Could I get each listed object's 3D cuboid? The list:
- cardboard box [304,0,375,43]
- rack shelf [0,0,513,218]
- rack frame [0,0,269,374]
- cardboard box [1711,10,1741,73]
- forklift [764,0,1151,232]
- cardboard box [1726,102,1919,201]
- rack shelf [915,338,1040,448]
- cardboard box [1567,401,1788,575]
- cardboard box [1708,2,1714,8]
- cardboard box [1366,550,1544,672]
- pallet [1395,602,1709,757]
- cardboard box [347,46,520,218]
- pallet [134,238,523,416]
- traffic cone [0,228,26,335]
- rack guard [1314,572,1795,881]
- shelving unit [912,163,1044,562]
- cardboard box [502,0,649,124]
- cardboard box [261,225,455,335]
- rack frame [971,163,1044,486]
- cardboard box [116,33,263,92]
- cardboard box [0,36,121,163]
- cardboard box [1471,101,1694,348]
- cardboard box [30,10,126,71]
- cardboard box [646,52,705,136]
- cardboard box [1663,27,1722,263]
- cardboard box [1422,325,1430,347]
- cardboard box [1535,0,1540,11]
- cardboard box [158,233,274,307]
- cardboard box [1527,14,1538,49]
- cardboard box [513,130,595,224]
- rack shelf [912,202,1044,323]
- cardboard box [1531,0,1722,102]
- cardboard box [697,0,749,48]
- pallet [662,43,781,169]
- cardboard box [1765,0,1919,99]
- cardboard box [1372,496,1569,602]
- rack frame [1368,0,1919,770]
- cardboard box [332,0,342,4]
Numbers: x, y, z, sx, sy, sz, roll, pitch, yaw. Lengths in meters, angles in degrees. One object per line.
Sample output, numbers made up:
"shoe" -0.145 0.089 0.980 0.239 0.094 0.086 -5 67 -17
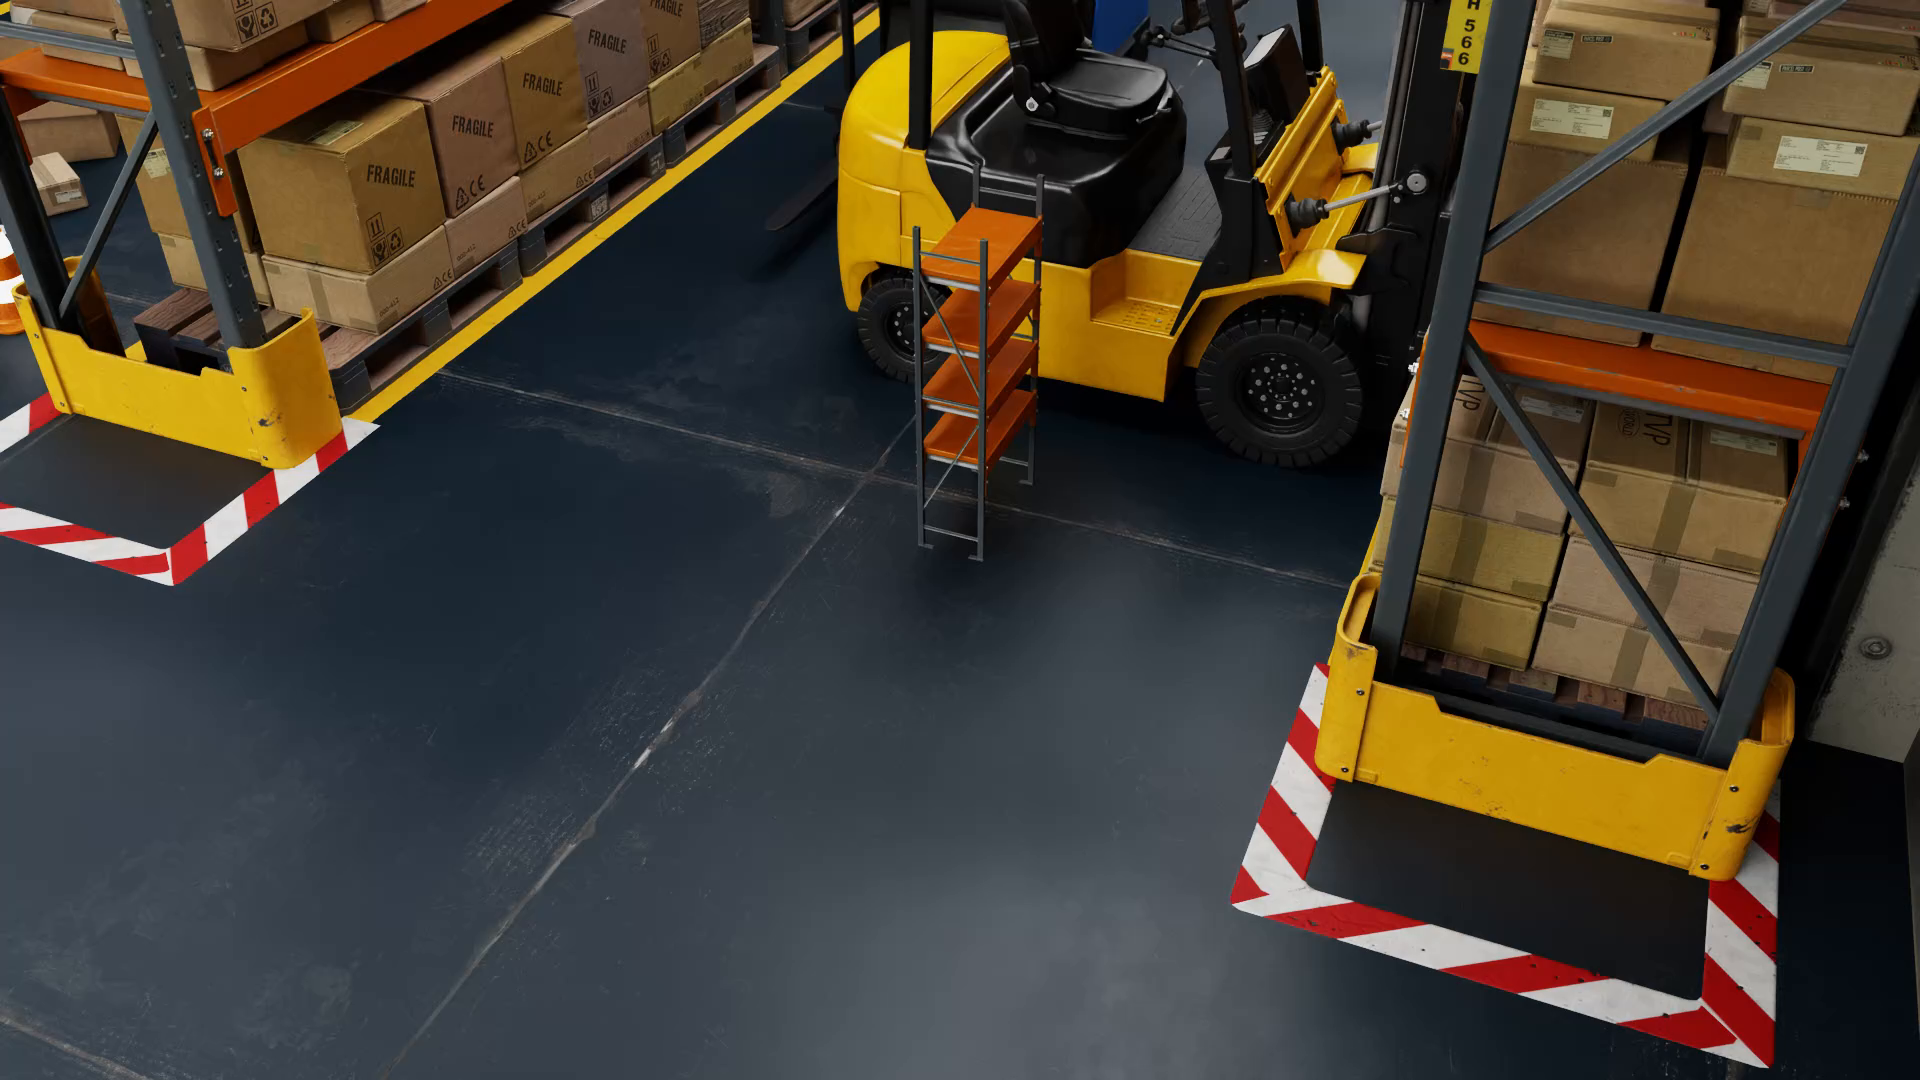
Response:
"cardboard box" -2.376 -1.945 6.057 0.380 0.149 0.250 13 39 16
"rack shelf" -2.195 -2.453 7.127 1.077 0.370 4.000 14 39 18
"rack frame" -2.956 -1.634 5.430 1.000 3.000 0.127 14 39 18
"cardboard box" 2.142 -1.224 4.256 0.380 0.149 0.250 13 39 17
"forklift" 0.023 -3.108 7.460 1.130 2.935 3.031 13 39 17
"cardboard box" 2.005 -0.934 3.868 0.380 0.149 0.250 13 39 17
"rack shelf" 0.063 -0.518 5.554 0.258 0.148 0.480 14 39 18
"cardboard box" 1.994 -0.195 4.617 0.500 0.250 0.500 13 39 17
"cardboard box" 1.981 -1.446 5.096 0.500 0.500 0.500 13 39 17
"cardboard box" 1.522 0.096 5.062 0.500 0.250 0.500 14 39 18
"pallet" 1.888 0.179 5.334 1.003 0.211 1.213 14 39 18
"cardboard box" -2.190 -1.688 6.823 0.500 0.500 0.500 12 39 16
"pallet" -2.585 -1.001 6.912 1.003 0.211 1.213 14 39 18
"traffic cone" -3.985 -1.149 6.901 0.336 0.463 0.334 14 39 18
"rack guard" 1.627 0.510 4.651 1.175 0.500 0.348 14 39 18
"shelving unit" 0.063 -0.572 5.513 0.258 1.200 0.503 14 39 18
"cardboard box" -1.796 -2.262 7.590 0.500 0.500 0.500 16 40 20
"cardboard box" -2.393 -1.084 6.641 0.500 0.250 0.500 14 39 17
"rack frame" 0.156 -0.707 5.694 0.240 1.200 0.015 14 39 18
"cardboard box" -2.635 -1.674 5.694 0.380 0.149 0.250 14 39 18
"cardboard box" -4.629 -2.183 8.250 0.797 0.503 0.637 -11 38 -14
"cardboard box" 1.580 -0.877 4.335 0.500 0.500 0.500 13 39 17
"cardboard box" -3.012 -1.789 5.848 0.380 0.149 0.250 15 39 19
"cardboard box" -1.604 -2.229 8.173 0.500 0.250 0.500 13 39 17
"cardboard box" 2.259 -1.050 4.565 0.500 0.500 0.500 15 39 19
"cardboard box" 1.711 -0.582 5.134 0.500 0.250 0.500 15 39 19
"cardboard box" 1.717 -1.465 4.331 0.380 0.149 0.250 15 39 19
"cardboard box" -2.888 -1.223 6.826 0.500 0.250 0.500 14 39 18
"cardboard box" 1.578 -1.209 4.237 0.380 0.149 0.250 14 39 18
"cardboard box" -1.996 -1.670 7.425 0.500 0.250 0.500 16 40 21
"rack shelf" 0.063 -0.887 5.278 0.258 0.148 0.480 14 39 18
"cardboard box" 1.577 -1.170 3.937 0.380 0.149 0.250 14 39 18
"cardboard box" -1.411 -2.827 8.346 0.500 0.500 0.500 13 39 17
"pallet" -1.657 -2.351 8.720 1.003 0.211 1.213 14 39 18
"cardboard box" 2.120 -1.194 3.969 0.380 0.149 0.250 15 39 19
"cardboard box" 1.532 -0.113 4.924 0.500 0.250 0.500 13 39 17
"rack frame" 1.636 -0.505 3.920 1.000 3.000 0.127 14 39 18
"cardboard box" -2.325 -2.279 5.962 0.500 0.500 0.500 15 39 19
